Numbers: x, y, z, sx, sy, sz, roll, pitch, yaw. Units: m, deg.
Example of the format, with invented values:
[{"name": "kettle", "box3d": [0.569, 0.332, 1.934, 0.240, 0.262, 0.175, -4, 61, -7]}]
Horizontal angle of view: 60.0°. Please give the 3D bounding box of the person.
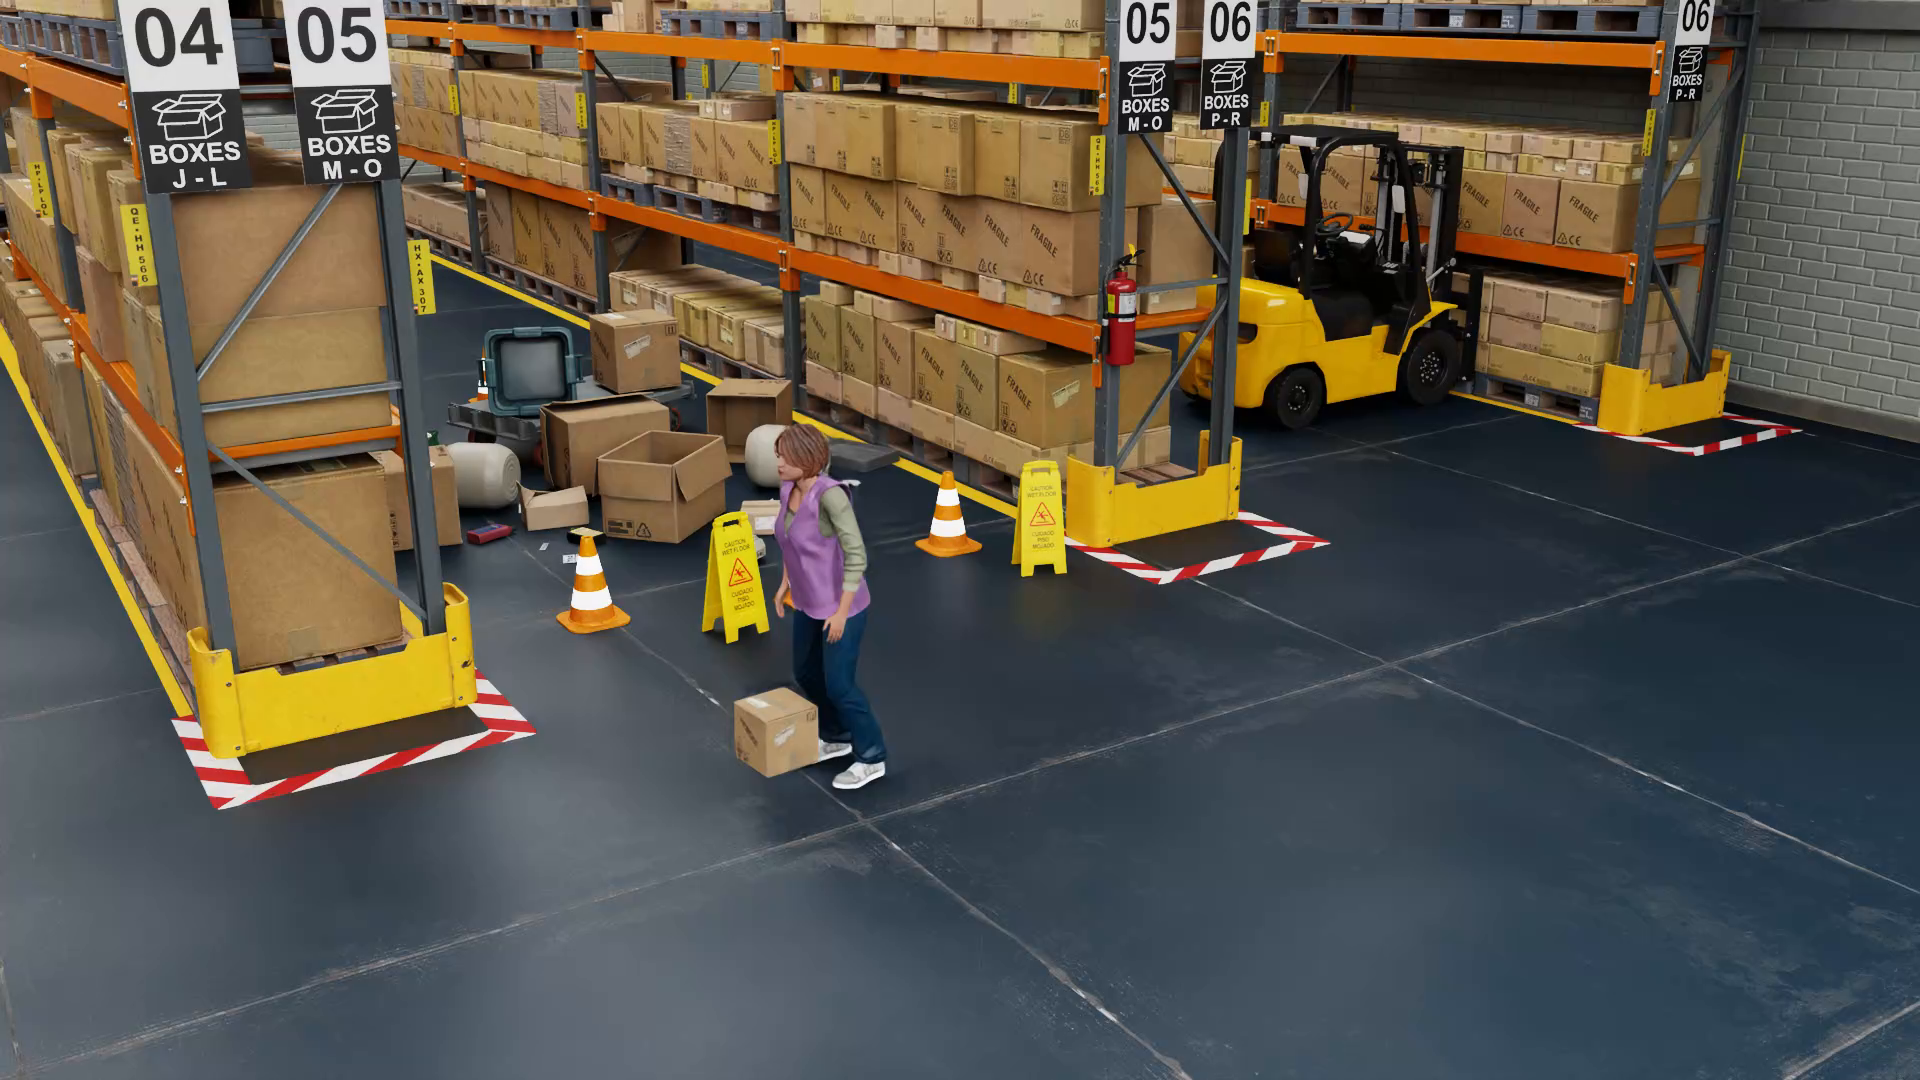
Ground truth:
[{"name": "person", "box3d": [-0.539, 0.266, 6.805, 0.450, 1.567, 0.553, -12, 22, -32]}]
